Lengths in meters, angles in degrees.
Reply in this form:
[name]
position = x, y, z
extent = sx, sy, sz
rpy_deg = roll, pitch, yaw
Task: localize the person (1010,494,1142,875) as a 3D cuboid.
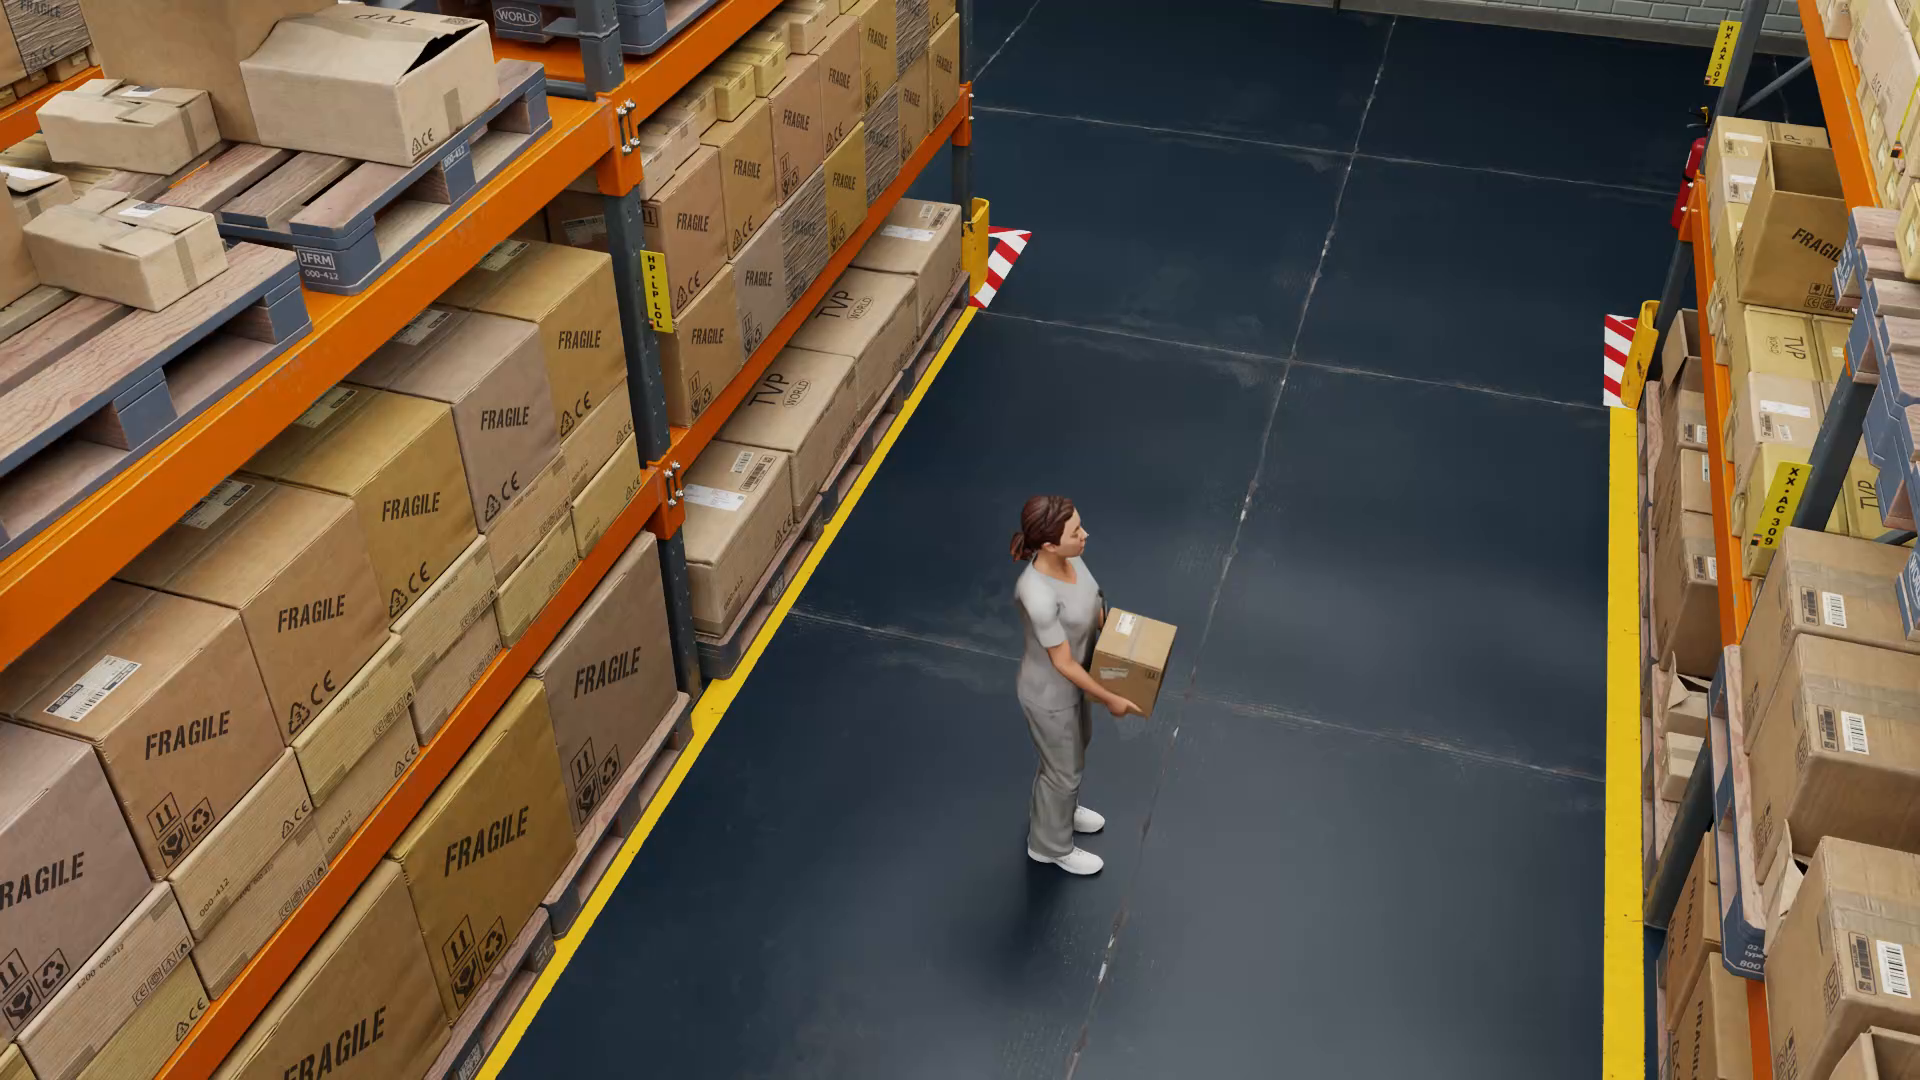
[person]
position = 0.430, 0.550, 6.176
extent = 0.554, 1.666, 0.436
rpy_deg = 11, 39, 14
